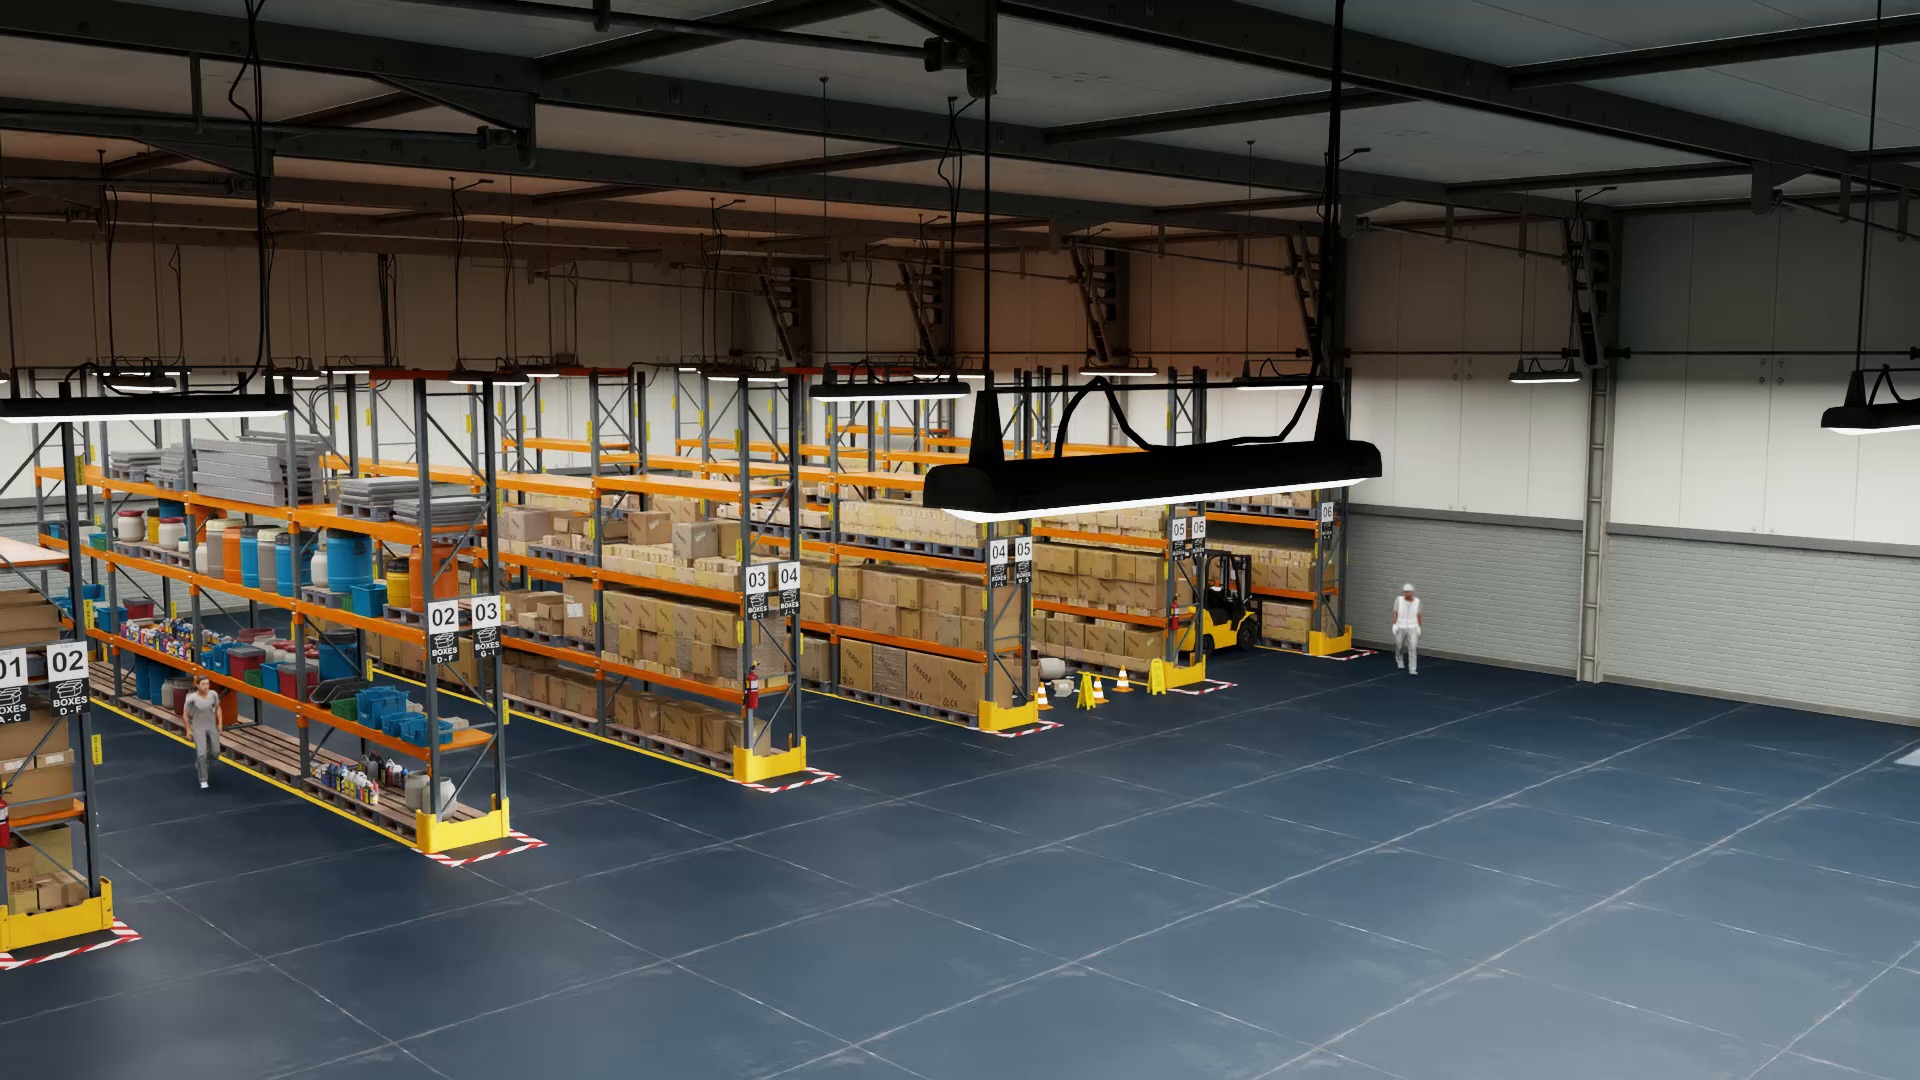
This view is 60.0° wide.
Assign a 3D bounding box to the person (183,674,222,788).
[{"bbox_3d":[-11.121,2.773,24.390,0.604,1.657,0.534,6,9,44],"label":"person"}]

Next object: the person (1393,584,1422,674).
[{"bbox_3d":[8.864,1.734,32.936,0.545,1.772,0.826,2,7,16],"label":"person"}]
